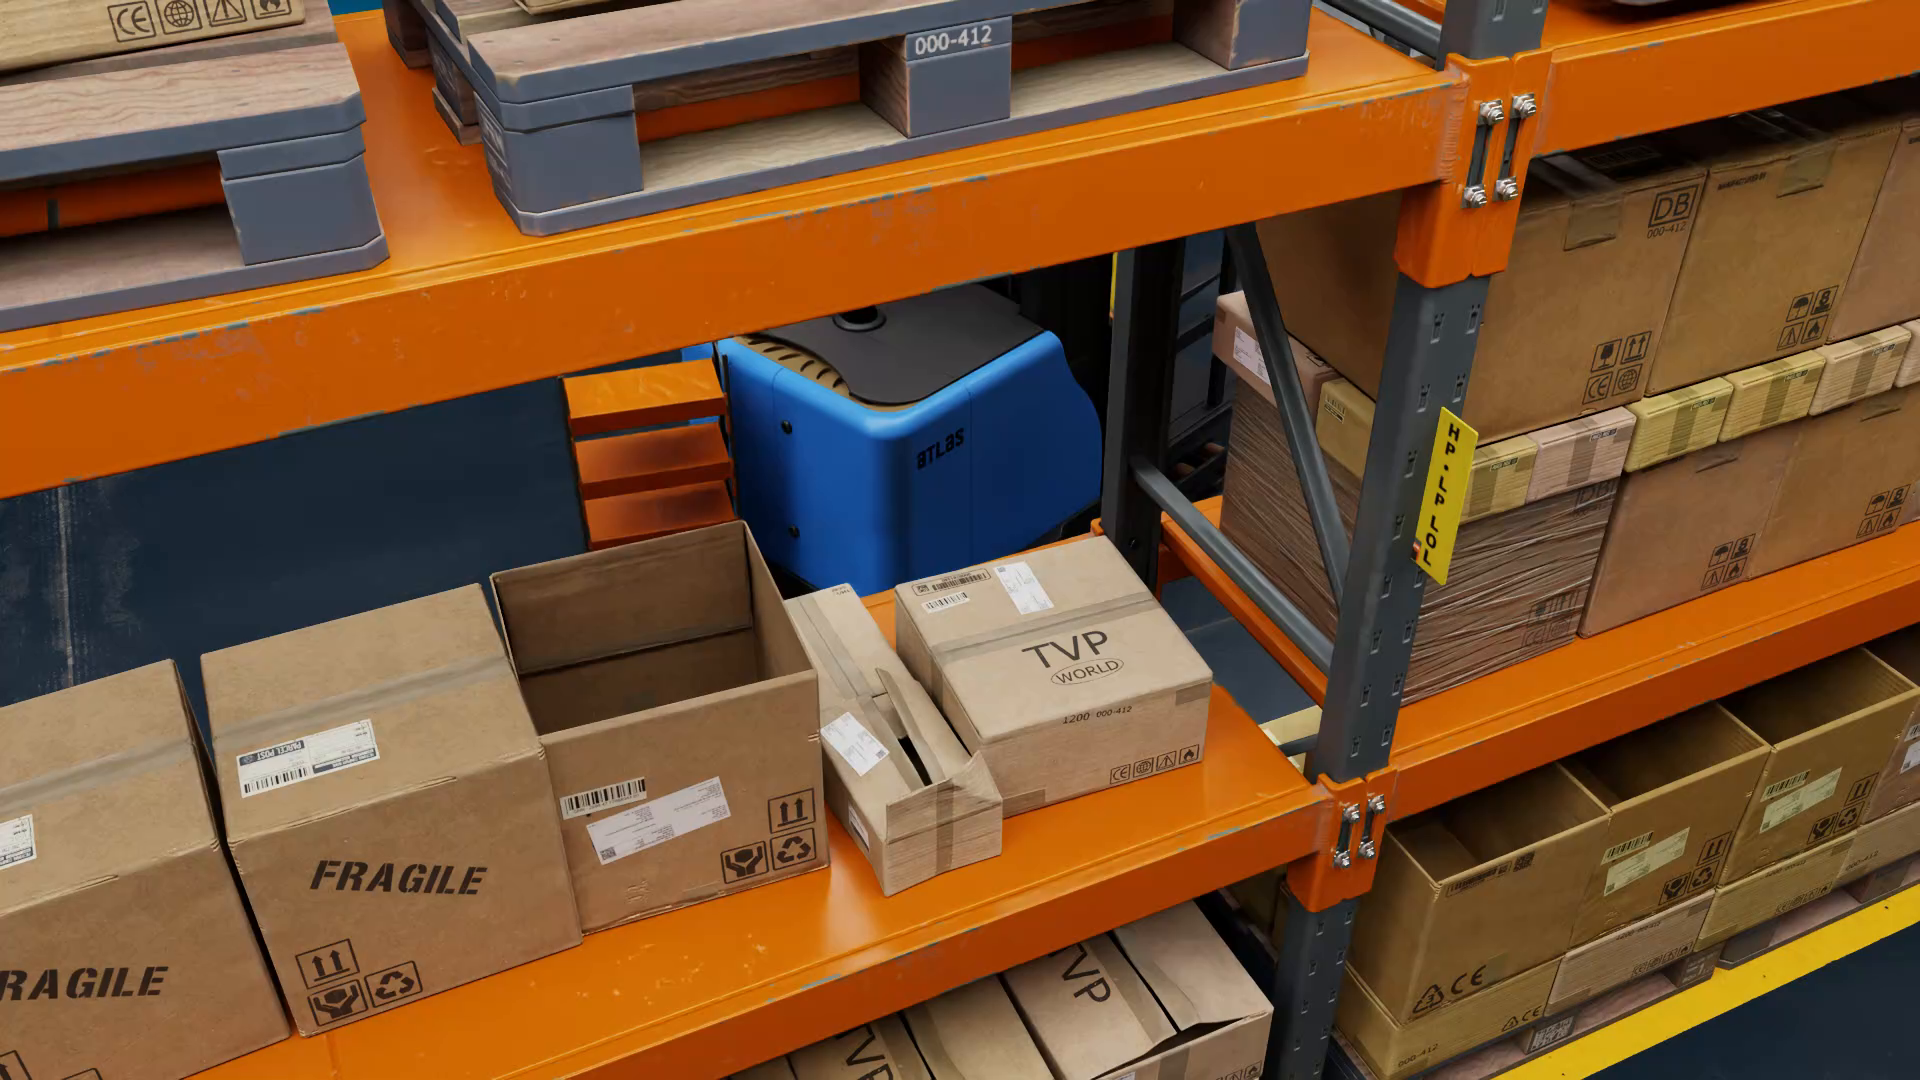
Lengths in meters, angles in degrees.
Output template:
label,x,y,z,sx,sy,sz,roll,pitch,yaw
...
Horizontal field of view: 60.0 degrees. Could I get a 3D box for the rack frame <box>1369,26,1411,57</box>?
label,x,y,z,sx,sy,sz,roll,pitch,yaw
rack frame,2.129,-3.616,8.608,0.127,3.000,1.000,-16,39,-20

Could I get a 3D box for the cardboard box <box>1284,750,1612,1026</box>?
label,x,y,z,sx,sy,sz,roll,pitch,yaw
cardboard box,1.162,0.754,4.041,0.500,0.500,0.500,-16,39,-20

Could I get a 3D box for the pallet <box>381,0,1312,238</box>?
label,x,y,z,sx,sy,sz,roll,pitch,yaw
pallet,-0.184,-0.829,2.493,1.217,0.209,0.805,-17,40,-22

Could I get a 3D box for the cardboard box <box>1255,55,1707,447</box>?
label,x,y,z,sx,sy,sz,roll,pitch,yaw
cardboard box,1.008,-0.609,3.380,0.500,0.500,0.700,-15,39,-20

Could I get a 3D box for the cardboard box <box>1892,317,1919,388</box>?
label,x,y,z,sx,sy,sz,roll,pitch,yaw
cardboard box,2.100,-0.524,3.811,0.250,0.149,0.380,-17,40,-21

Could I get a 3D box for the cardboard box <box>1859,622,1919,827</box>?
label,x,y,z,sx,sy,sz,roll,pitch,yaw
cardboard box,2.519,0.373,4.555,0.500,0.500,0.500,-16,39,-20

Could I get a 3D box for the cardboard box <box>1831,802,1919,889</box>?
label,x,y,z,sx,sy,sz,roll,pitch,yaw
cardboard box,2.518,0.673,4.781,0.500,0.250,0.500,-16,39,-20

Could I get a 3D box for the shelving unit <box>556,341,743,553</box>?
label,x,y,z,sx,sy,sz,roll,pitch,yaw
shelving unit,-0.973,-0.102,5.380,0.503,1.200,0.258,-10,38,-13

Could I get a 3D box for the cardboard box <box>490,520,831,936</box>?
label,x,y,z,sx,sy,sz,roll,pitch,yaw
cardboard box,-0.570,0.347,3.180,0.500,0.500,0.500,-13,38,-17

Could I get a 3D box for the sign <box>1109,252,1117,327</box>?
label,x,y,z,sx,sy,sz,roll,pitch,yaw
sign,0.372,-0.610,3.762,0.005,0.325,0.100,-16,39,-20

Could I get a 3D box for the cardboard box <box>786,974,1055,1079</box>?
label,x,y,z,sx,sy,sz,roll,pitch,yaw
cardboard box,-0.104,1.171,3.638,0.500,0.311,0.500,-15,39,-19

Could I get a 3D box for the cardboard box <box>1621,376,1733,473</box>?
label,x,y,z,sx,sy,sz,roll,pitch,yaw
cardboard box,1.395,-0.326,3.543,0.250,0.149,0.380,-17,40,-21

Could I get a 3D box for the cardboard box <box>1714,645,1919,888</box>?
label,x,y,z,sx,sy,sz,roll,pitch,yaw
cardboard box,2.067,0.501,4.383,0.500,0.500,0.500,-16,39,-20

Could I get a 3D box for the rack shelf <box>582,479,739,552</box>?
label,x,y,z,sx,sy,sz,roll,pitch,yaw
rack shelf,-0.973,-0.048,5.420,0.480,0.148,0.258,-10,38,-13

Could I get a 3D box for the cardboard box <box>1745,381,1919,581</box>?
label,x,y,z,sx,sy,sz,roll,pitch,yaw
cardboard box,1.939,-0.349,4.119,0.500,0.500,0.700,-15,39,-19

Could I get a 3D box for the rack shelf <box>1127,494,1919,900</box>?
label,x,y,z,sx,sy,sz,roll,pitch,yaw
rack shelf,2.420,-0.149,4.537,4.000,0.370,1.077,-16,39,-20

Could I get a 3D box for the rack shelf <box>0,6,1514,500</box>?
label,x,y,z,sx,sy,sz,roll,pitch,yaw
rack shelf,-1.201,-0.341,2.278,4.000,0.370,1.077,-16,39,-20

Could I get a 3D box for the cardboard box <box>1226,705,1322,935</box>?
label,x,y,z,sx,sy,sz,roll,pitch,yaw
cardboard box,0.936,0.769,4.651,0.500,0.250,0.500,-16,39,-20

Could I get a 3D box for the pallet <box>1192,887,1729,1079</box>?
label,x,y,z,sx,sy,sz,roll,pitch,yaw
pallet,1.347,1.010,4.712,1.213,0.211,1.003,-16,39,-20

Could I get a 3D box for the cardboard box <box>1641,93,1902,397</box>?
label,x,y,z,sx,sy,sz,roll,pitch,yaw
cardboard box,1.465,-0.737,3.553,0.500,0.500,0.700,-16,39,-20

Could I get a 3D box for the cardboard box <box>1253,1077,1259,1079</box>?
label,x,y,z,sx,sy,sz,roll,pitch,yaw
cardboard box,0.357,1.265,3.982,0.500,0.250,0.500,-16,39,-20

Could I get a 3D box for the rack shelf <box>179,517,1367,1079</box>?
label,x,y,z,sx,sy,sz,roll,pitch,yaw
rack shelf,-1.201,0.863,3.172,4.000,0.370,1.077,-16,39,-20

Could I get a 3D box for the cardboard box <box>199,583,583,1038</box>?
label,x,y,z,sx,sy,sz,roll,pitch,yaw
cardboard box,-1.023,0.474,3.009,0.500,0.500,0.500,-16,39,-20

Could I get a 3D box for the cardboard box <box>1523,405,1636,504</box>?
label,x,y,z,sx,sy,sz,roll,pitch,yaw
cardboard box,1.162,-0.260,3.454,0.250,0.149,0.380,-15,39,-19

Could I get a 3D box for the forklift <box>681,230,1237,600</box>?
label,x,y,z,sx,sy,sz,roll,pitch,yaw
forklift,0.430,-1.490,5.798,1.130,2.935,3.031,29,45,33

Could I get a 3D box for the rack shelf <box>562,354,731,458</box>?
label,x,y,z,sx,sy,sz,roll,pitch,yaw
rack shelf,-0.973,-0.417,5.146,0.480,0.148,0.258,-10,38,-13

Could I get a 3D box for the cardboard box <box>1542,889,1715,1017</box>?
label,x,y,z,sx,sy,sz,roll,pitch,yaw
cardboard box,1.613,0.926,4.439,0.500,0.250,0.500,-16,39,-20

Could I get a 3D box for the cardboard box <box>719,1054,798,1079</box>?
label,x,y,z,sx,sy,sz,roll,pitch,yaw
cardboard box,-0.557,1.296,3.470,0.500,0.311,0.500,-16,39,-20

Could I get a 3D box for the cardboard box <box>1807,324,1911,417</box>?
label,x,y,z,sx,sy,sz,roll,pitch,yaw
cardboard box,1.859,-0.455,3.717,0.250,0.149,0.380,-17,40,-21

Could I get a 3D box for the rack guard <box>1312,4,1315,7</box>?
label,x,y,z,sx,sy,sz,roll,pitch,yaw
rack guard,2.080,-2.568,9.292,0.348,0.500,1.175,-16,39,-20

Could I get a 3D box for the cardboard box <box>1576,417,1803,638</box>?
label,x,y,z,sx,sy,sz,roll,pitch,yaw
cardboard box,1.483,-0.225,3.951,0.500,0.500,0.700,-16,39,-20

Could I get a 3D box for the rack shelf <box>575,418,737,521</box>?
label,x,y,z,sx,sy,sz,roll,pitch,yaw
rack shelf,-0.973,-0.227,5.287,0.480,0.148,0.258,-10,38,-13

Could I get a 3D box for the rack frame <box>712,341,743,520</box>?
label,x,y,z,sx,sy,sz,roll,pitch,yaw
rack frame,-0.738,-0.141,5.433,0.015,1.200,0.240,-10,38,-13

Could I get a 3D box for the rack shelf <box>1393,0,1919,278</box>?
label,x,y,z,sx,sy,sz,roll,pitch,yaw
rack shelf,2.420,-1.354,3.643,4.000,0.370,1.077,-16,39,-20

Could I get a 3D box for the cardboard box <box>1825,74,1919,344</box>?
label,x,y,z,sx,sy,sz,roll,pitch,yaw
cardboard box,1.919,-0.864,3.724,0.500,0.500,0.700,-16,39,-20

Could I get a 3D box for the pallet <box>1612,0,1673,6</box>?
label,x,y,z,sx,sy,sz,roll,pitch,yaw
pallet,1.370,-1.331,3.083,1.213,0.211,1.003,-16,39,-20

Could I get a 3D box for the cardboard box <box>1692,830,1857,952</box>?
label,x,y,z,sx,sy,sz,roll,pitch,yaw
cardboard box,2.067,0.803,4.606,0.500,0.250,0.500,-16,39,-20

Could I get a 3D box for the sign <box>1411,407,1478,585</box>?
label,x,y,z,sx,sy,sz,roll,pitch,yaw
sign,0.849,-0.075,2.927,0.005,0.325,0.100,-16,39,-20

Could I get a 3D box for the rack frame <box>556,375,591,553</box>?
label,x,y,z,sx,sy,sz,roll,pitch,yaw
rack frame,-1.207,-0.062,5.327,0.015,1.200,0.240,-10,38,-13

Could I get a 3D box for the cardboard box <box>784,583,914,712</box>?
label,x,y,z,sx,sy,sz,roll,pitch,yaw
cardboard box,-0.280,0.283,3.561,0.250,0.149,0.380,-16,39,-20

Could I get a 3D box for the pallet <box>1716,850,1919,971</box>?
label,x,y,z,sx,sy,sz,roll,pitch,yaw
pallet,2.453,0.698,5.131,1.213,0.211,1.003,-16,39,-20

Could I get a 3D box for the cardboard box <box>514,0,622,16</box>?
label,x,y,z,sx,sy,sz,roll,pitch,yaw
cardboard box,-0.449,-0.954,2.273,0.500,0.250,0.500,-20,41,-24

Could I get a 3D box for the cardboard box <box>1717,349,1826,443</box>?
label,x,y,z,sx,sy,sz,roll,pitch,yaw
cardboard box,1.632,-0.393,3.633,0.250,0.149,0.380,-16,39,-20

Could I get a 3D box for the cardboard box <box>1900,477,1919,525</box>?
label,x,y,z,sx,sy,sz,roll,pitch,yaw
cardboard box,2.402,-0.480,4.295,0.500,0.500,0.700,-14,39,-19

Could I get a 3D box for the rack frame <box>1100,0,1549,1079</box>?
label,x,y,z,sx,sy,sz,roll,pitch,yaw
rack frame,0.609,0.068,3.640,0.127,3.000,1.000,-16,39,-20

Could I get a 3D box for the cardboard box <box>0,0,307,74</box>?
label,x,y,z,sx,sy,sz,roll,pitch,yaw
cardboard box,-1.148,-0.794,2.058,0.500,0.250,0.500,-19,41,-24

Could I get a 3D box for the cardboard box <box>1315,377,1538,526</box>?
label,x,y,z,sx,sy,sz,roll,pitch,yaw
cardboard box,0.935,-0.196,3.368,0.250,0.149,0.380,-16,39,-20

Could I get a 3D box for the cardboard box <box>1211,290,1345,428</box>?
label,x,y,z,sx,sy,sz,roll,pitch,yaw
cardboard box,0.764,-0.417,3.666,0.250,0.149,0.380,-16,39,-20

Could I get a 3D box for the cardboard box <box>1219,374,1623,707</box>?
label,x,y,z,sx,sy,sz,roll,pitch,yaw
cardboard box,1.008,-0.088,3.766,0.500,0.500,0.700,-17,40,-21

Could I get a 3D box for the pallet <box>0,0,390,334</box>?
label,x,y,z,sx,sy,sz,roll,pitch,yaw
pallet,-1.424,-0.553,2.118,1.213,0.211,1.003,-14,39,-18

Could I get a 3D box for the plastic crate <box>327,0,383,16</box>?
label,x,y,z,sx,sy,sz,roll,pitch,yaw
plastic crate,-2.358,-2.150,6.645,0.575,0.384,0.392,-16,39,-20

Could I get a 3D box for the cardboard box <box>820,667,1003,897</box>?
label,x,y,z,sx,sy,sz,roll,pitch,yaw
cardboard box,-0.109,0.444,3.246,0.258,0.266,0.396,-17,40,-21

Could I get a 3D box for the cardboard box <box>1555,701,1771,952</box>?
label,x,y,z,sx,sy,sz,roll,pitch,yaw
cardboard box,1.611,0.623,4.218,0.500,0.500,0.500,-16,39,-20

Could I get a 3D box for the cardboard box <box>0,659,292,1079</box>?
label,x,y,z,sx,sy,sz,roll,pitch,yaw
cardboard box,-1.500,0.607,2.830,0.500,0.500,0.500,-18,40,-22

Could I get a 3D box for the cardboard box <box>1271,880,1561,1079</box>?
label,x,y,z,sx,sy,sz,roll,pitch,yaw
cardboard box,1.158,1.050,4.272,0.500,0.250,0.500,-16,39,-20

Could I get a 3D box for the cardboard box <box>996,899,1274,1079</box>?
label,x,y,z,sx,sy,sz,roll,pitch,yaw
cardboard box,0.364,1.036,3.820,0.500,0.311,0.500,-16,39,-20

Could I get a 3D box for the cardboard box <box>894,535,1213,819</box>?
label,x,y,z,sx,sy,sz,roll,pitch,yaw
cardboard box,0.182,0.277,3.485,0.500,0.250,0.500,-13,39,-17
